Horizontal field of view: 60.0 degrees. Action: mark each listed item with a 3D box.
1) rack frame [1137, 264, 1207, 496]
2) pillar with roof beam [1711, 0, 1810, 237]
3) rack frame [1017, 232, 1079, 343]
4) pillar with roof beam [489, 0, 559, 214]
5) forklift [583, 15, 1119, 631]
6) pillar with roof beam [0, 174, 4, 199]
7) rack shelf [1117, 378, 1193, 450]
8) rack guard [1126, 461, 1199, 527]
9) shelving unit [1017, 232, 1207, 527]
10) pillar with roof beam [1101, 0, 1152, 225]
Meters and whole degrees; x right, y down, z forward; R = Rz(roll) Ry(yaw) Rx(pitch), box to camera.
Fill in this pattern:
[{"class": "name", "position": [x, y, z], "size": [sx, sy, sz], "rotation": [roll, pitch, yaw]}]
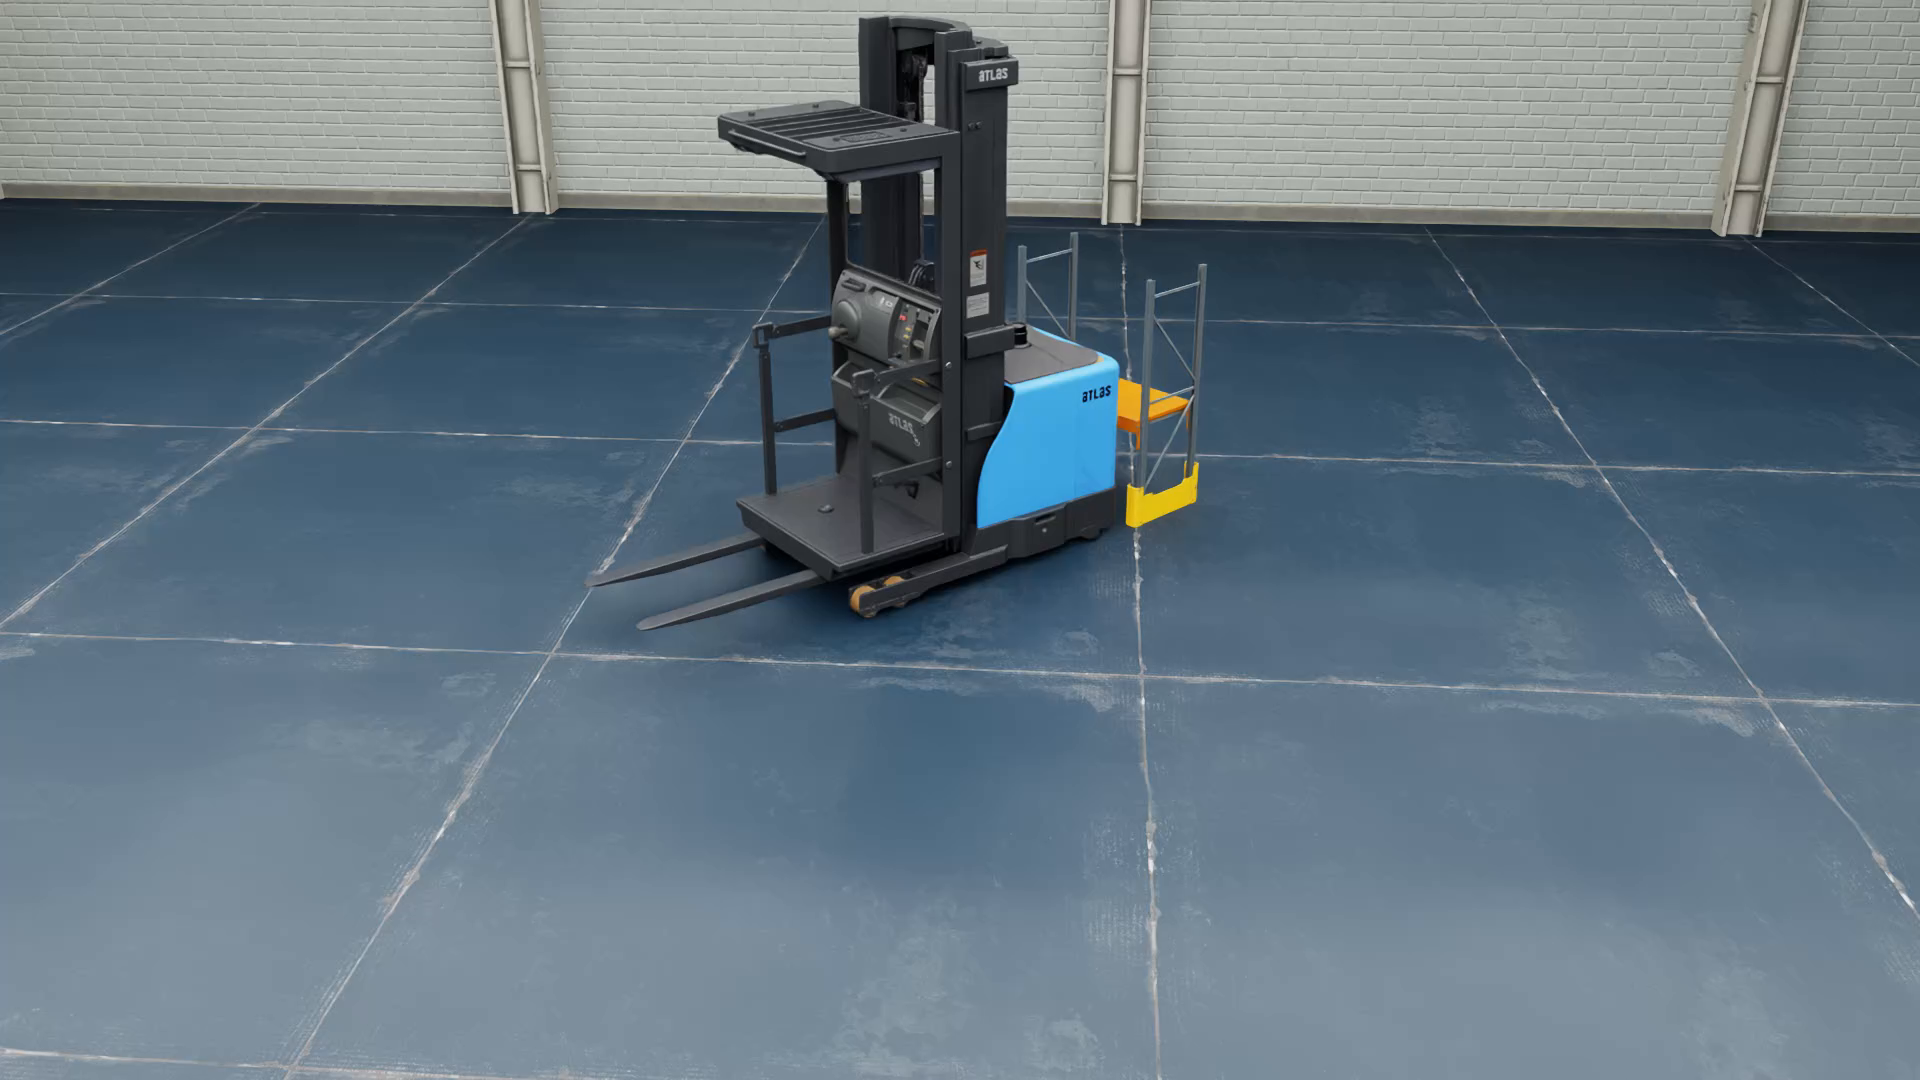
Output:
[{"class": "rack frame", "position": [1.239, -0.845, 9.791], "size": [0.500, 1.500, 0.032], "rotation": [-21, 32, -39]}, {"class": "pillar with roof beam", "position": [7.271, -5.308, 10.520], "size": [0.400, 9.000, 9.100], "rotation": [2, 25, 4]}, {"class": "rack frame", "position": [0.542, -1.154, 10.464], "size": [0.500, 1.500, 0.032], "rotation": [-21, 32, -39]}, {"class": "pillar with roof beam", "position": [-4.694, -5.692, 11.354], "size": [0.400, 9.000, 9.100], "rotation": [2, 25, 4]}, {"class": "forklift", "position": [-0.567, -1.171, 8.787], "size": [3.031, 2.935, 1.130], "rotation": [-17, 30, -33]}, {"class": "pillar with roof beam", "position": [-10.676, -5.884, 11.772], "size": [0.400, 9.000, 9.100], "rotation": [2, 25, 4]}, {"class": "rack shelf", "position": [0.891, -0.836, 10.203], "size": [0.538, 0.185, 1.000], "rotation": [-21, 32, -39]}, {"class": "rack guard", "position": [1.226, -0.283, 10.065], "size": [0.587, 0.250, 0.087], "rotation": [-21, 32, -39]}, {"class": "shelving unit", "position": [0.884, -1.002, 10.133], "size": [0.587, 1.500, 1.083], "rotation": [-21, 32, -39]}, {"class": "pillar with roof beam", "position": [1.289, -5.500, 10.937], "size": [0.400, 9.000, 9.100], "rotation": [2, 25, 4]}]
